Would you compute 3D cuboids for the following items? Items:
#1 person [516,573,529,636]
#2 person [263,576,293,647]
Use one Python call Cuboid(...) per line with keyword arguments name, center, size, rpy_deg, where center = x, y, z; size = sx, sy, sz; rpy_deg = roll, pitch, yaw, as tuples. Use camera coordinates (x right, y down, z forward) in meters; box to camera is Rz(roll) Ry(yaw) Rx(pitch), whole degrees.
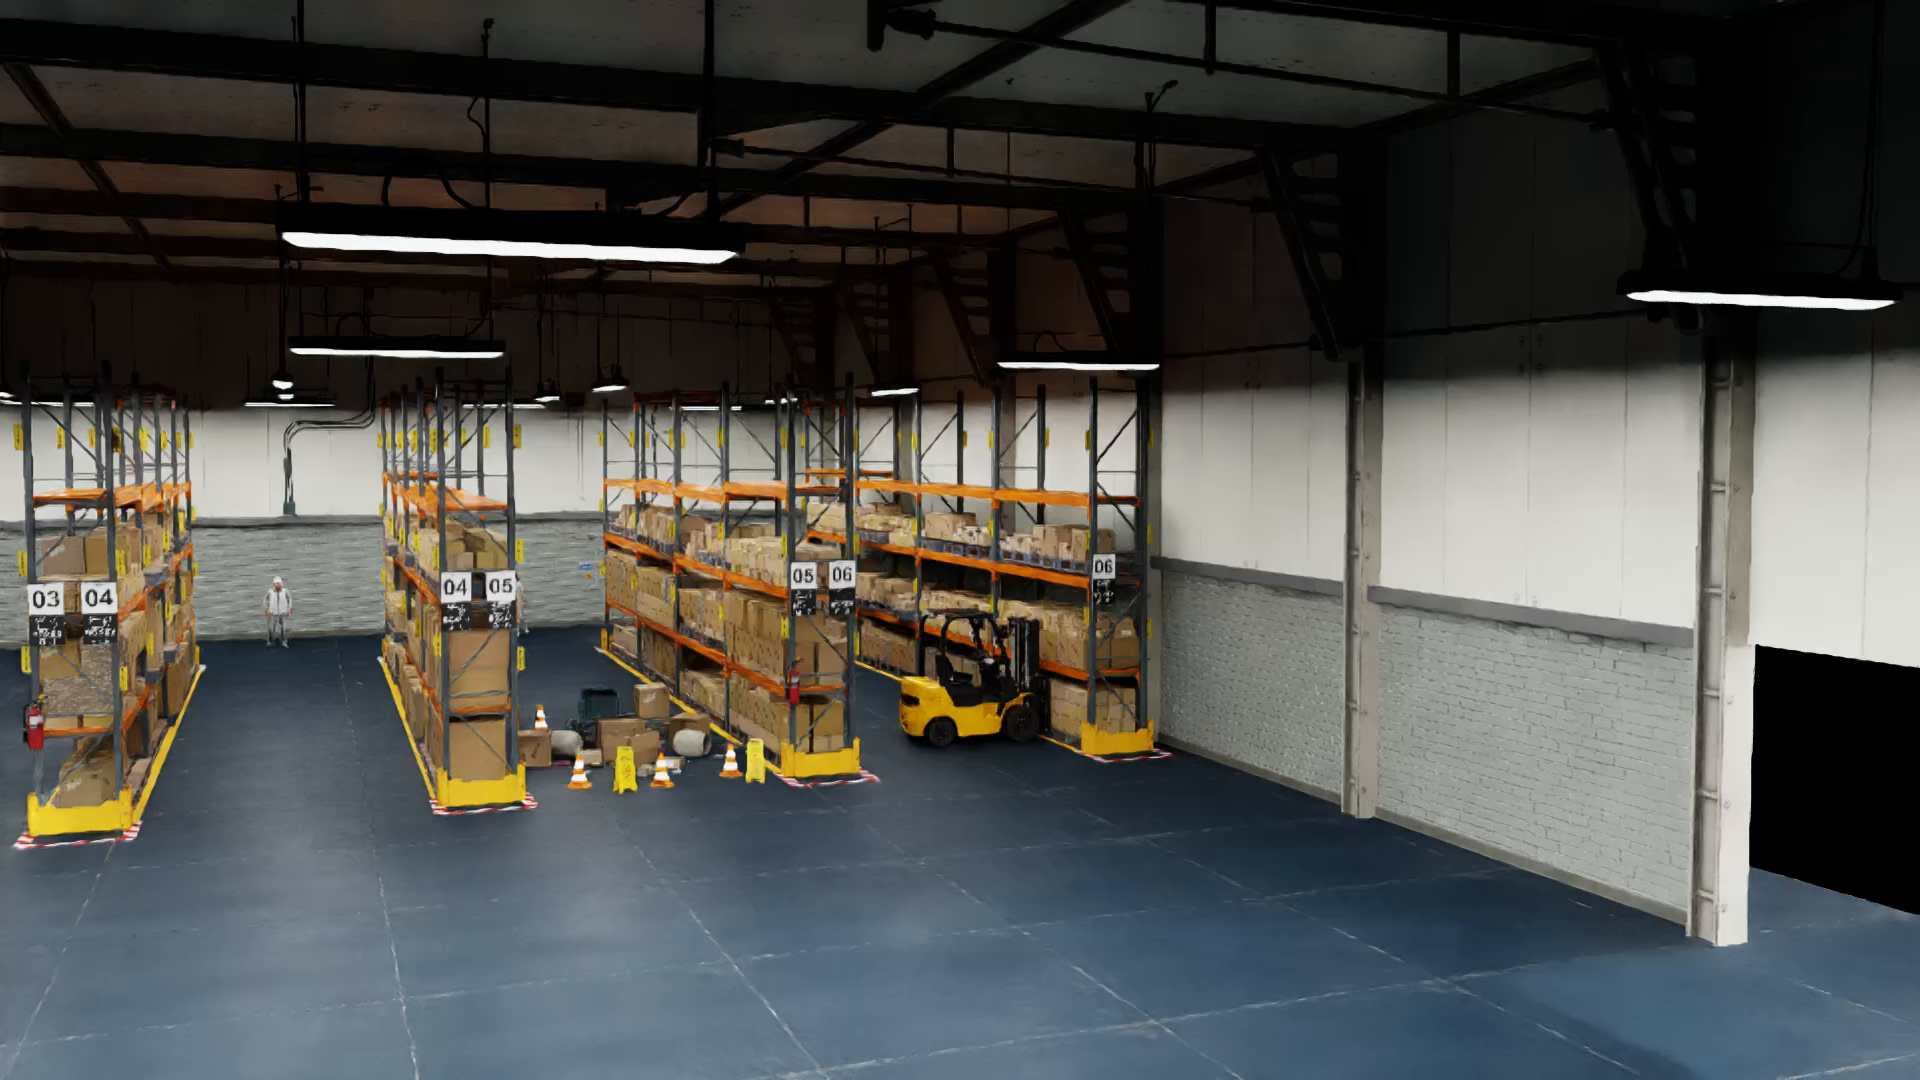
Cuboid(name="person", center=(-11.308, 1.619, 42.542), size=(0.515, 1.658, 0.534), rpy_deg=(1, 4, 14))
Cuboid(name="person", center=(-16.463, 1.733, 40.147), size=(0.677, 1.726, 0.574), rpy_deg=(-1, 4, -23))
